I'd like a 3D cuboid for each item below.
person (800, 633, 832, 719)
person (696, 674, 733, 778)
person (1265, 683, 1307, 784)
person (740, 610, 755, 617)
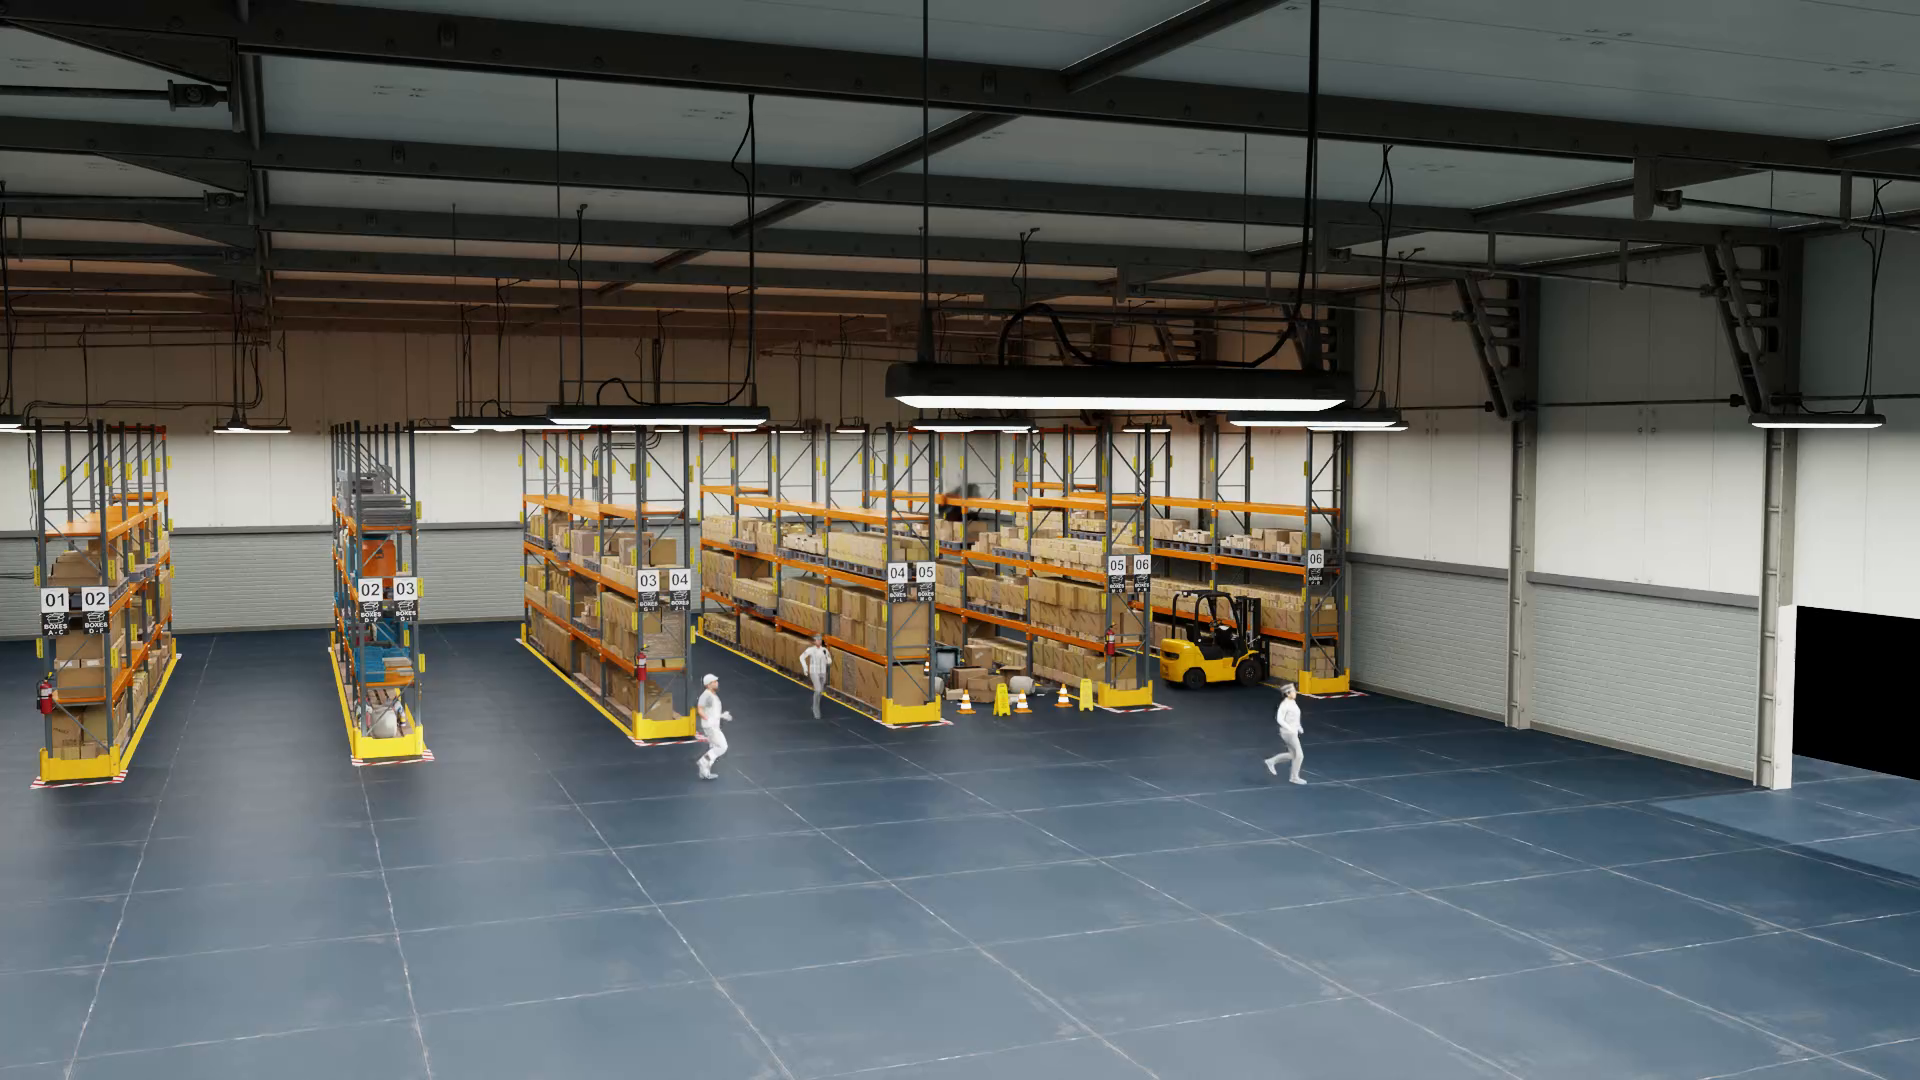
[{"bbox_3d":[-2.895,2.766,33.879,0.576,1.743,0.719,-2,4,-32],"label":"person"},{"bbox_3d":[-4.102,3.107,27.745,0.572,1.739,0.634,0,4,0],"label":"person"},{"bbox_3d":[5.368,3.157,27.398,0.705,1.628,0.635,1,4,22],"label":"person"},{"bbox_3d":[-6.440,1.785,49.410,0.565,1.707,0.722,2,4,30],"label":"person"}]
